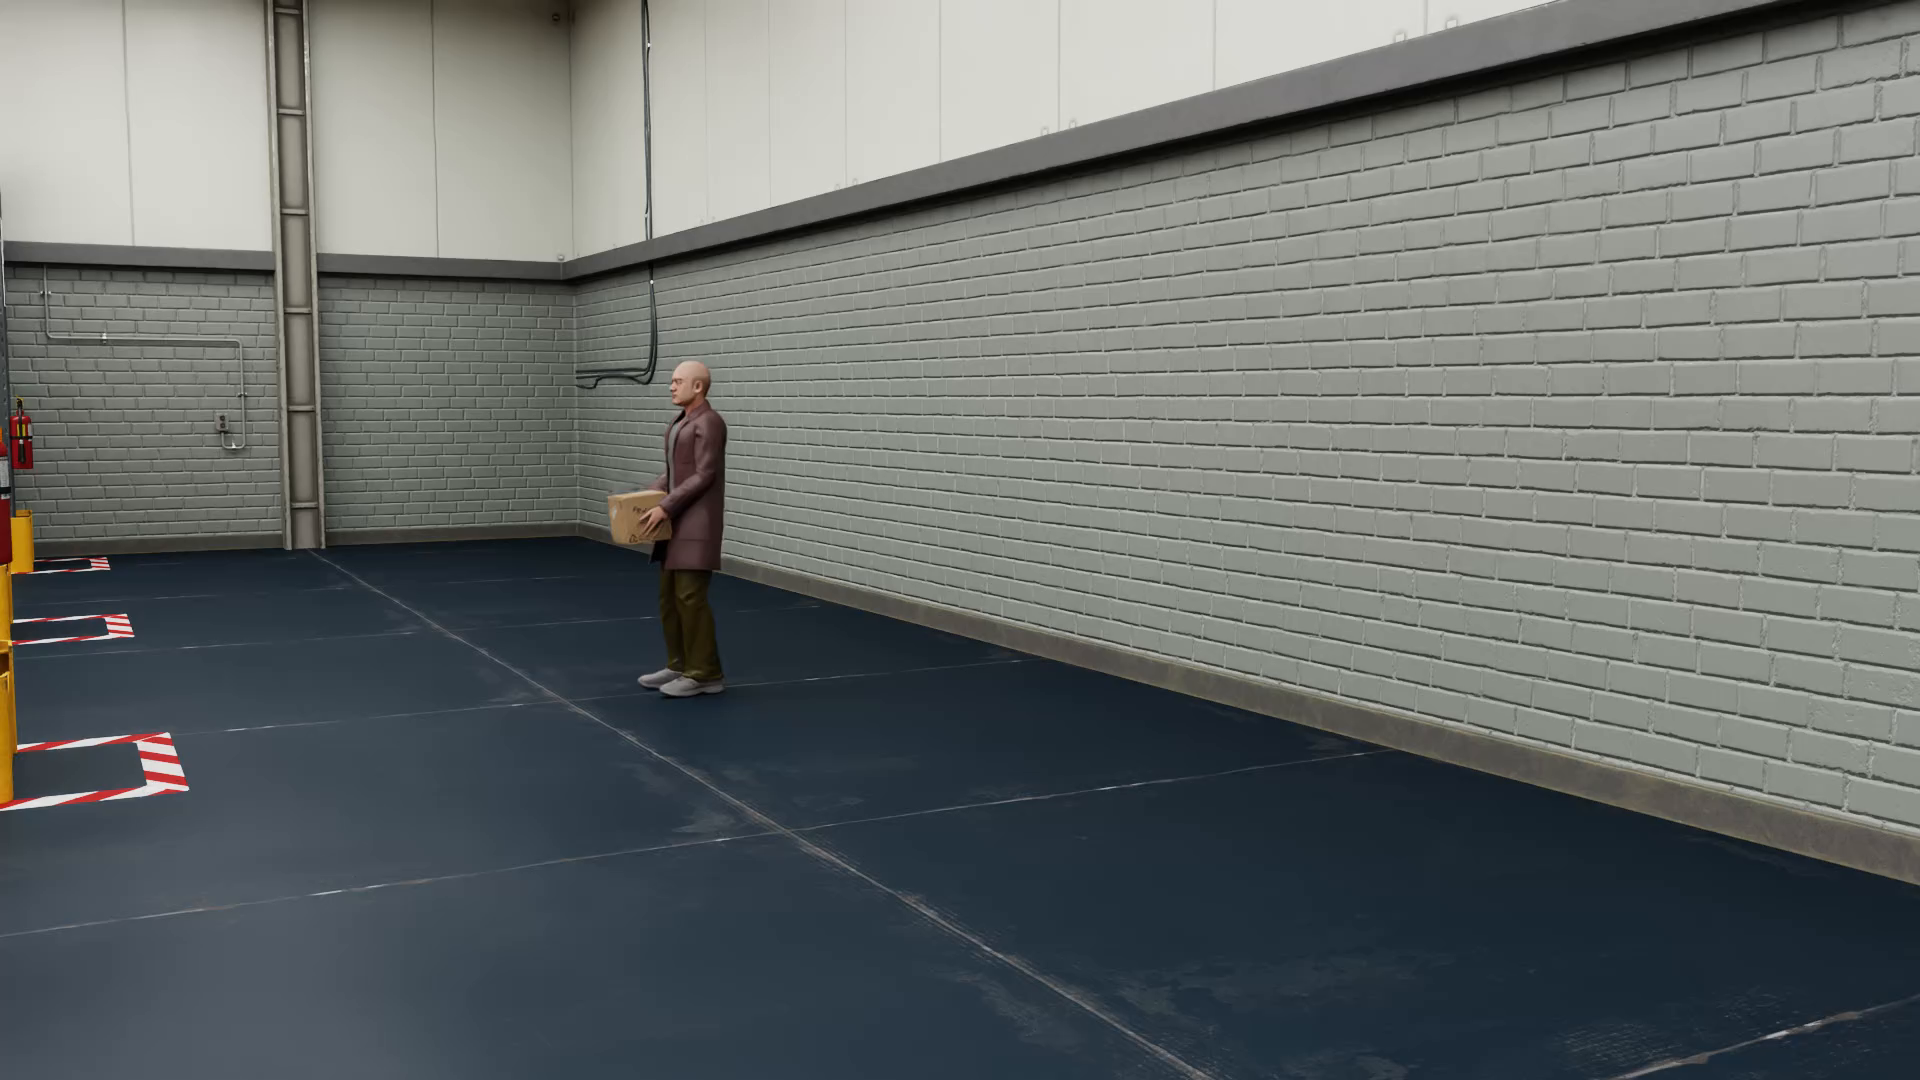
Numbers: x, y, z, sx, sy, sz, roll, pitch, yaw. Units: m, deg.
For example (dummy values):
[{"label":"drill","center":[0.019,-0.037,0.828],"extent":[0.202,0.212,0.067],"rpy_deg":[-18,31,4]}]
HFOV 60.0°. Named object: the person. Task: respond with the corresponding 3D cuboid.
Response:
[{"label":"person","center":[-1.469,-0.064,8.929],"extent":[0.415,1.774,0.655],"rpy_deg":[-3,6,-30]}]
